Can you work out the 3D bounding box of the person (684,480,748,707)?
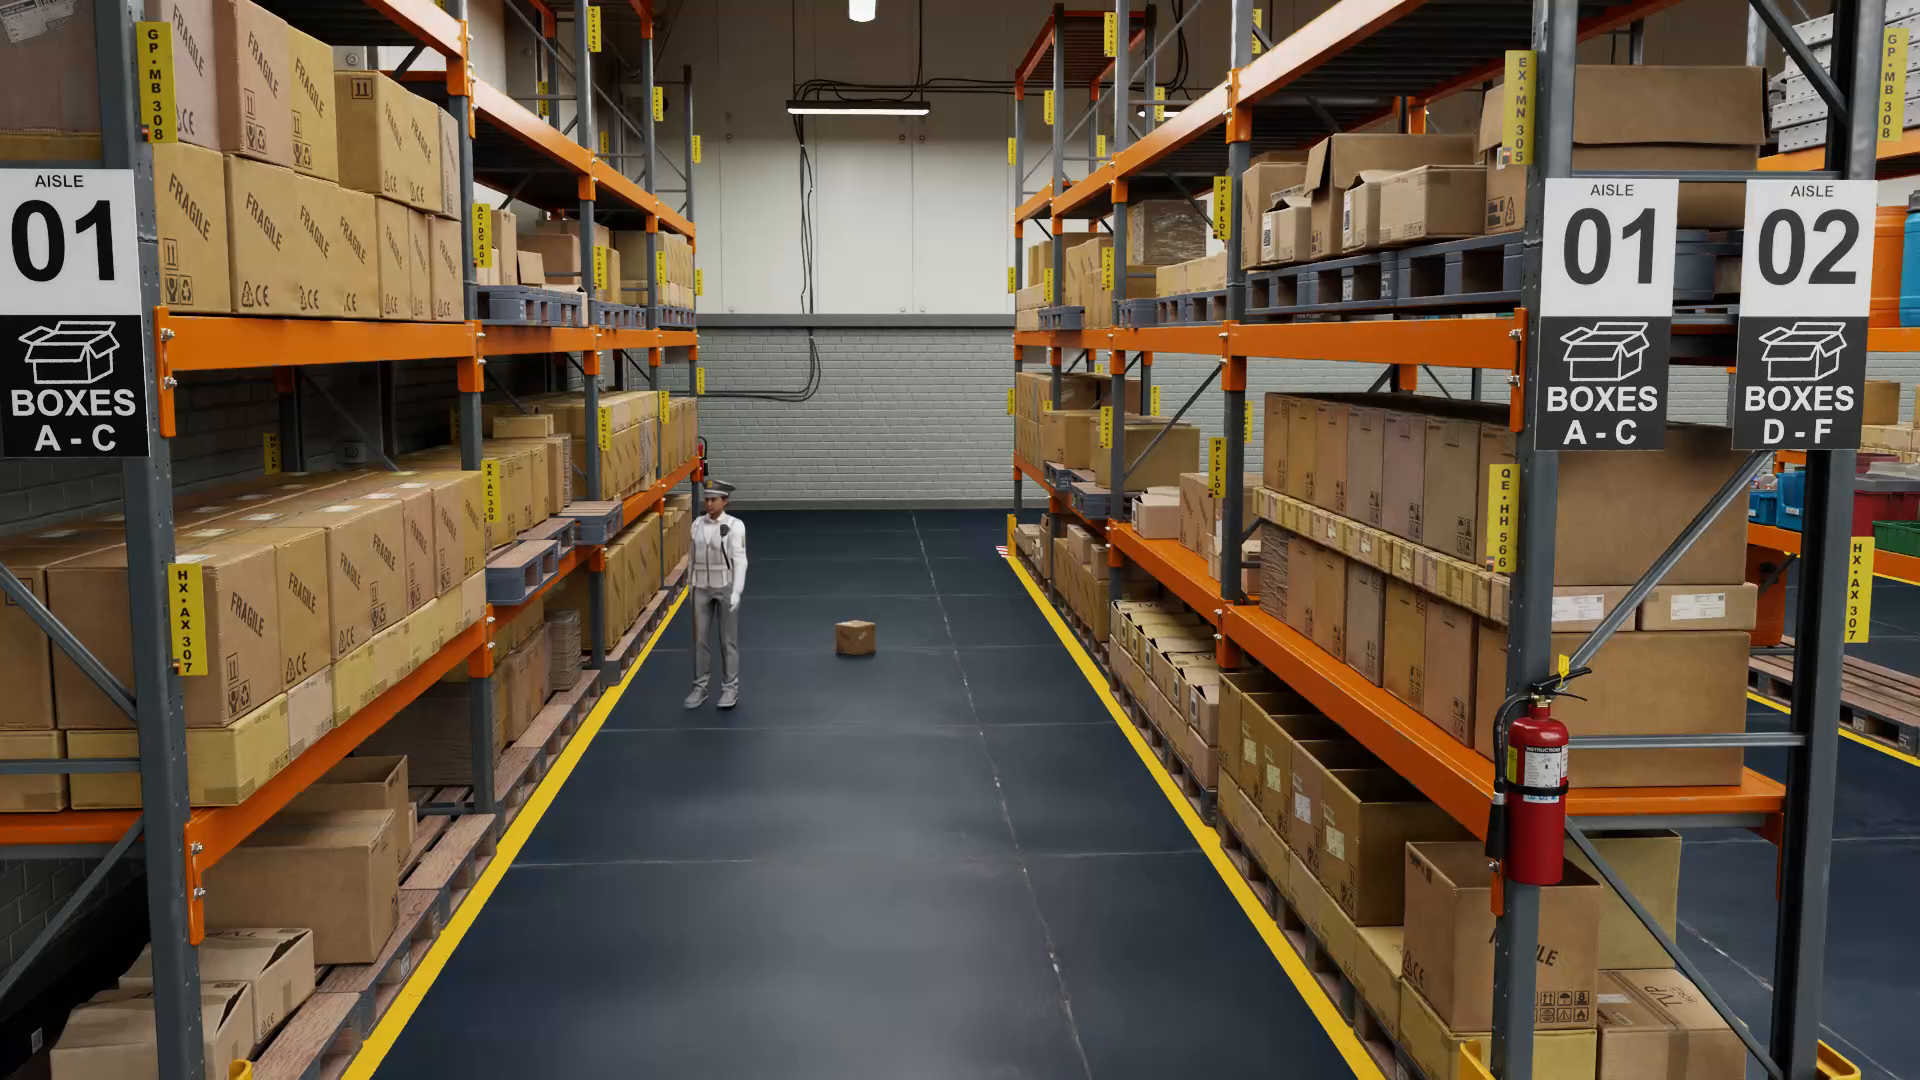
[{"bbox_3d":[-1.829,0.390,12.414,0.478,1.694,0.392,2,7,14],"label":"person"}]
